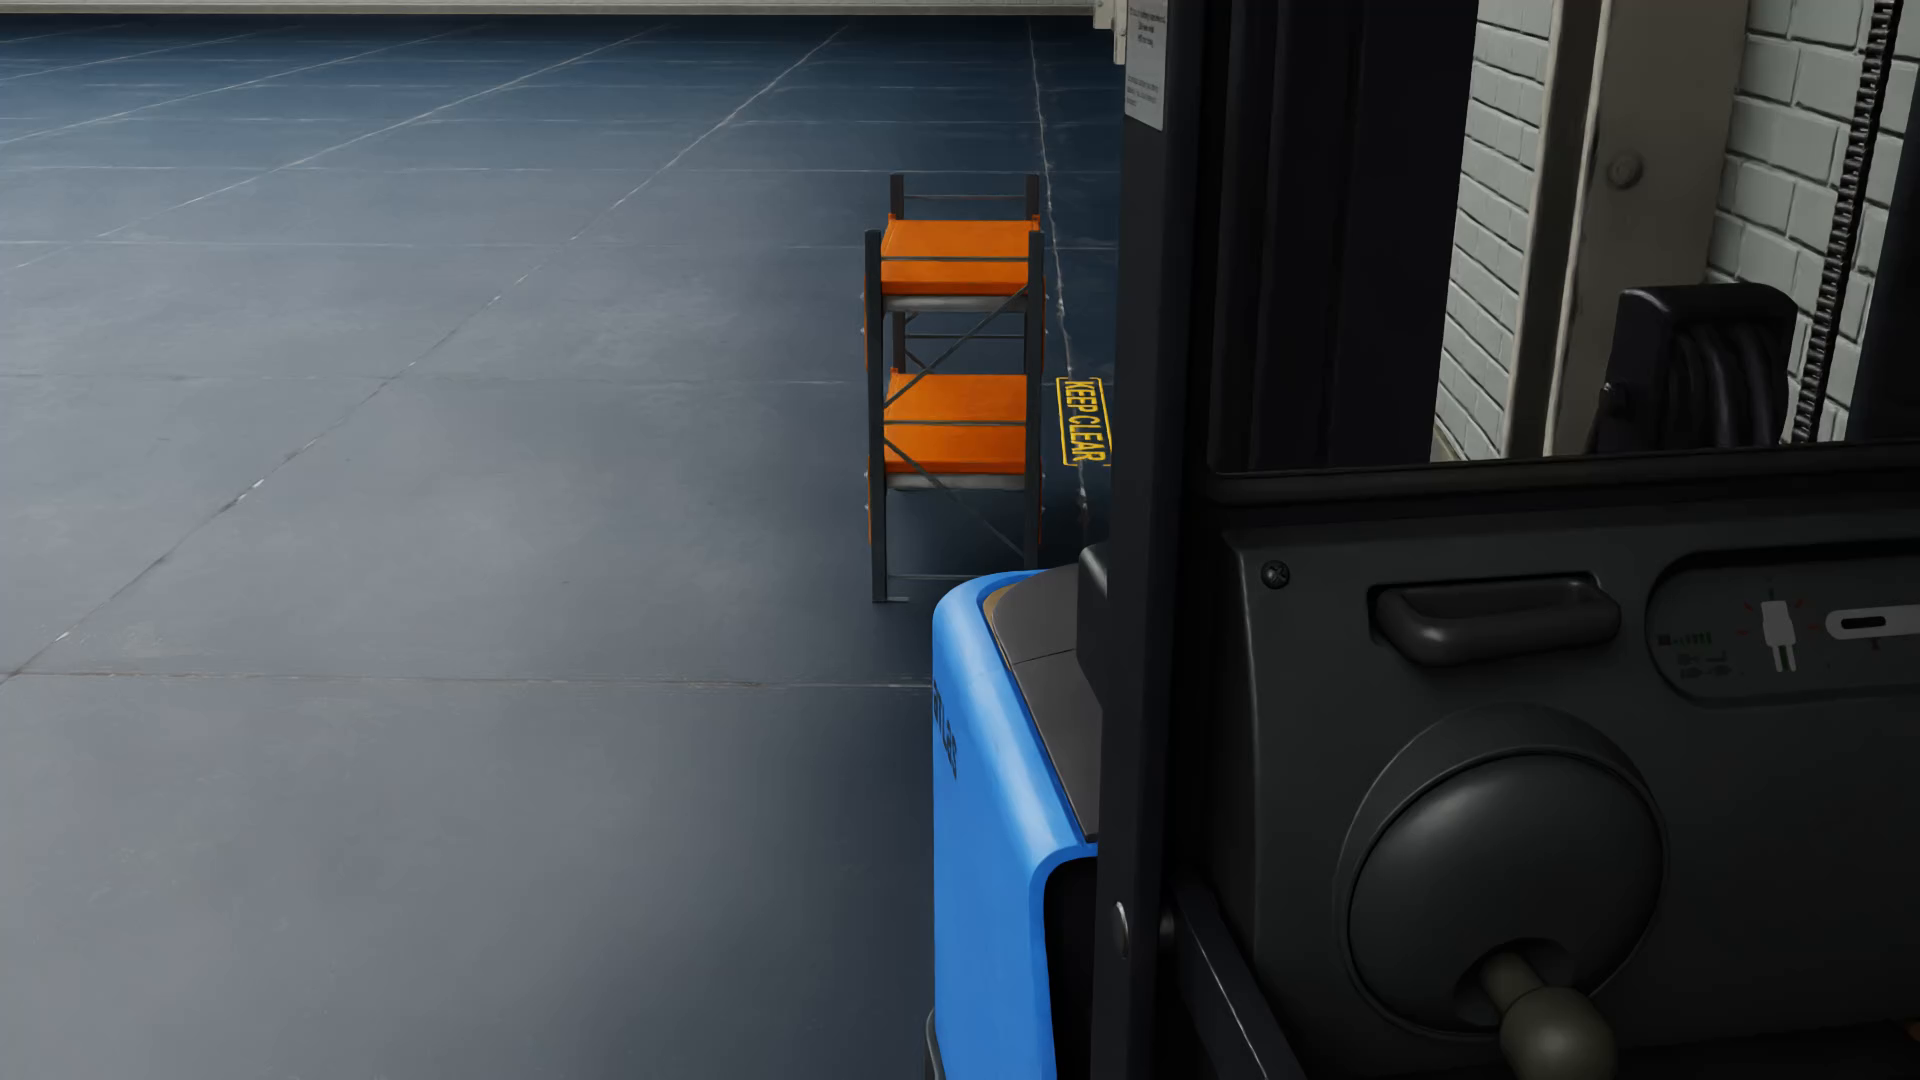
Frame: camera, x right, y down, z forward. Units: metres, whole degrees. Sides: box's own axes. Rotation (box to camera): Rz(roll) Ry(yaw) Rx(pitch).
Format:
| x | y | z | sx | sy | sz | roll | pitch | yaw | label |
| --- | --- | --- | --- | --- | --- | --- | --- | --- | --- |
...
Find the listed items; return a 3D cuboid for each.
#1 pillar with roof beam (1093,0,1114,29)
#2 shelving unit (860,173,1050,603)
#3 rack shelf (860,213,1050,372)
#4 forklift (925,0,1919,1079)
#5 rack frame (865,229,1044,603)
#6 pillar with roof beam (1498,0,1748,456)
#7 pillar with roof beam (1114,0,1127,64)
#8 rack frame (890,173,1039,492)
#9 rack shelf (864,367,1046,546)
| x | y | z | sx | sy | sz | roll | pitch | yaw | label |
| --- | --- | --- | --- | --- | --- | --- | --- | --- | --- |
| -1.994 | -12.506 | 25.319 | 9.100 | 9.000 | 0.400 | 1 | 21 | 2 | pillar with roof beam |
| 0.000 | -0.522 | 5.319 | 0.538 | 1.125 | 1.048 | 1 | 21 | 2 | shelving unit |
| 0.000 | -0.795 | 5.213 | 0.538 | 0.278 | 1.000 | 1 | 21 | 2 | rack shelf |
| 0.687 | 0.181 | 1.010 | 1.130 | 2.935 | 3.031 | -3 | 21 | -9 | forklift |
| -0.016 | -0.338 | 4.845 | 0.500 | 1.125 | 0.032 | 1 | 21 | 2 | rack frame |
| -2.724 | -3.828 | 2.955 | 9.100 | 9.000 | 0.400 | 1 | 21 | 2 | pillar with roof beam |
| -2.176 | -10.336 | 19.728 | 9.100 | 9.000 | 0.400 | 1 | 21 | 2 | pillar with roof beam |
| 0.015 | -0.706 | 5.793 | 0.500 | 1.125 | 0.032 | 1 | 21 | 2 | rack frame |
| 0.000 | -0.294 | 5.408 | 0.538 | 0.278 | 1.000 | 1 | 21 | 2 | rack shelf |
